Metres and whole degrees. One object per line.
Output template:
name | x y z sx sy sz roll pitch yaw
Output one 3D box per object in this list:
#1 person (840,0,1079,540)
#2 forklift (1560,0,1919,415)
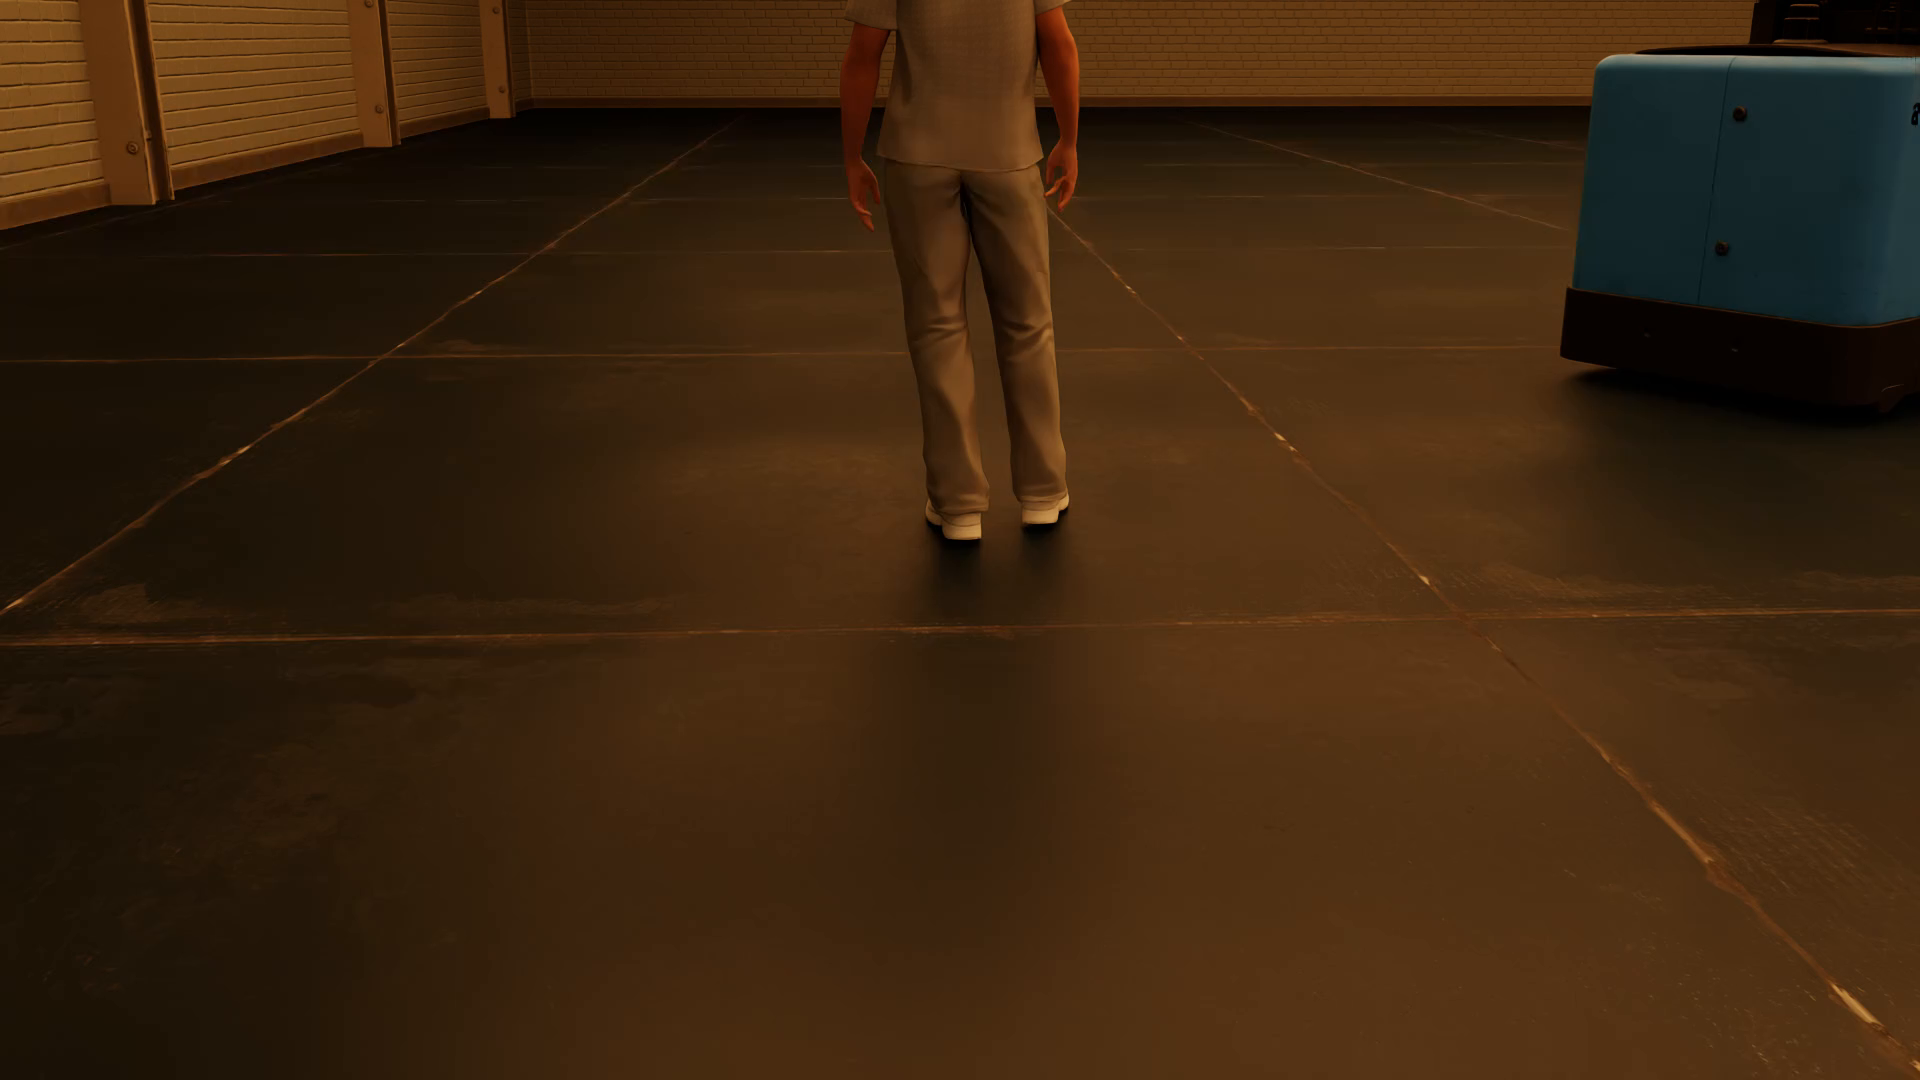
person | 0.010 -0.830 3.742 0.549 1.673 0.548 -1 17 -3
forklift | 3.572 -2.101 5.776 3.031 2.935 1.130 -12 21 -33
